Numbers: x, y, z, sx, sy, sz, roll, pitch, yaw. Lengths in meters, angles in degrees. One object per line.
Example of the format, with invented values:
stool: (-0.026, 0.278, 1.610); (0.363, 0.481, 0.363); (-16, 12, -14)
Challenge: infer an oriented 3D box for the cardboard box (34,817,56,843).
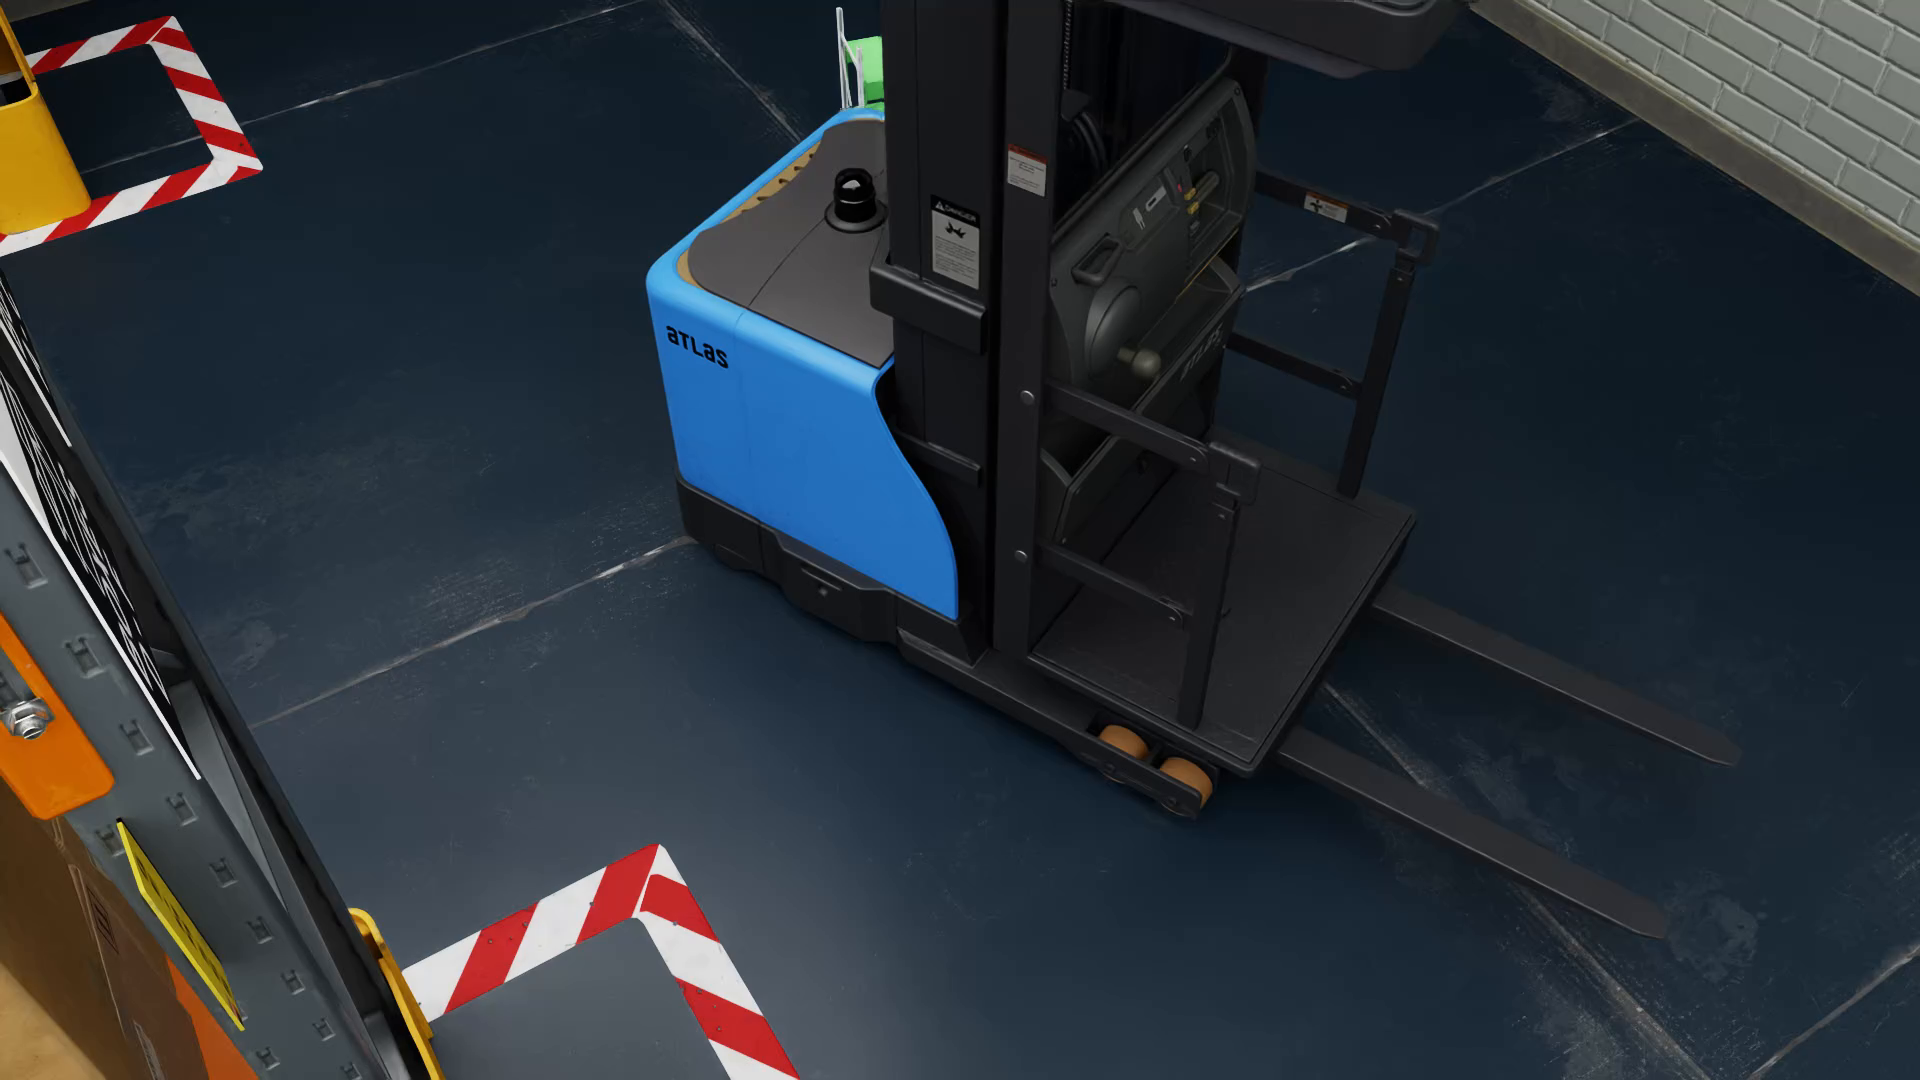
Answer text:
cardboard box: (-1.665, 0.215, 2.314); (0.500, 0.500, 0.500); (-24, 52, -20)

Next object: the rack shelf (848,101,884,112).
rack shelf: (-0.103, -1.321, 5.387); (0.480, 0.148, 0.258); (-14, 50, -12)

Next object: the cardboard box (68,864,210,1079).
cardboard box: (-1.382, 0.888, 2.384); (0.500, 0.500, 0.500); (-24, 52, -20)

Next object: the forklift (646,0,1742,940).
forklift: (0.646, -0.675, 3.889); (3.031, 2.935, 1.130); (26, 53, 21)

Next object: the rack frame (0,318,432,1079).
rack frame: (-1.149, 0.570, 2.733); (0.127, 3.000, 1.000); (-25, 53, -21)

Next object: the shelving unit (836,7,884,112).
shelving unit: (-0.103, -1.204, 5.519); (0.503, 1.200, 0.258); (-14, 50, -12)

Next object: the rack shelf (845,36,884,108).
rack shelf: (-0.103, -1.481, 5.208); (0.480, 0.148, 0.258); (-14, 50, -12)

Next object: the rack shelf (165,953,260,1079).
rack shelf: (-2.840, 1.607, 2.292); (4.000, 0.370, 1.077); (-25, 53, -21)

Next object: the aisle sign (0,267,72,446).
aisle sign: (-1.248, -0.507, 1.952); (0.004, 0.787, 0.394); (-25, 53, -21)

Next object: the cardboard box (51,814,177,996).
cardboard box: (-1.665, 0.547, 2.687); (0.500, 0.500, 0.500); (-24, 53, -20)

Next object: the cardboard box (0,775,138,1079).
cardboard box: (-1.378, 0.556, 2.010); (0.500, 0.500, 0.500); (-26, 53, -21)

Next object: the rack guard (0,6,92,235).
rack guard: (-3.775, -1.735, 6.460); (0.348, 0.500, 1.175); (-25, 53, -21)

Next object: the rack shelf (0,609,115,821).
rack shelf: (-2.840, 0.609, 1.172); (4.000, 0.370, 1.077); (-25, 53, -21)

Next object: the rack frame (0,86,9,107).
rack frame: (-3.795, -2.557, 5.518); (0.127, 3.000, 1.000); (-25, 53, -21)

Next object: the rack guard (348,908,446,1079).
rack guard: (-1.213, 1.432, 3.640); (0.348, 0.500, 1.175); (-25, 53, -21)

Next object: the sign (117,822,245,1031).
sign: (-0.870, 0.439, 1.864); (0.005, 0.325, 0.100); (-25, 53, -21)

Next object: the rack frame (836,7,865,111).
rack frame: (-0.335, -1.147, 5.468); (0.015, 1.200, 0.240); (-14, 50, -12)

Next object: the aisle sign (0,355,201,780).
aisle sign: (-0.928, -0.128, 1.614); (0.004, 0.787, 0.394); (-25, 53, -21)
